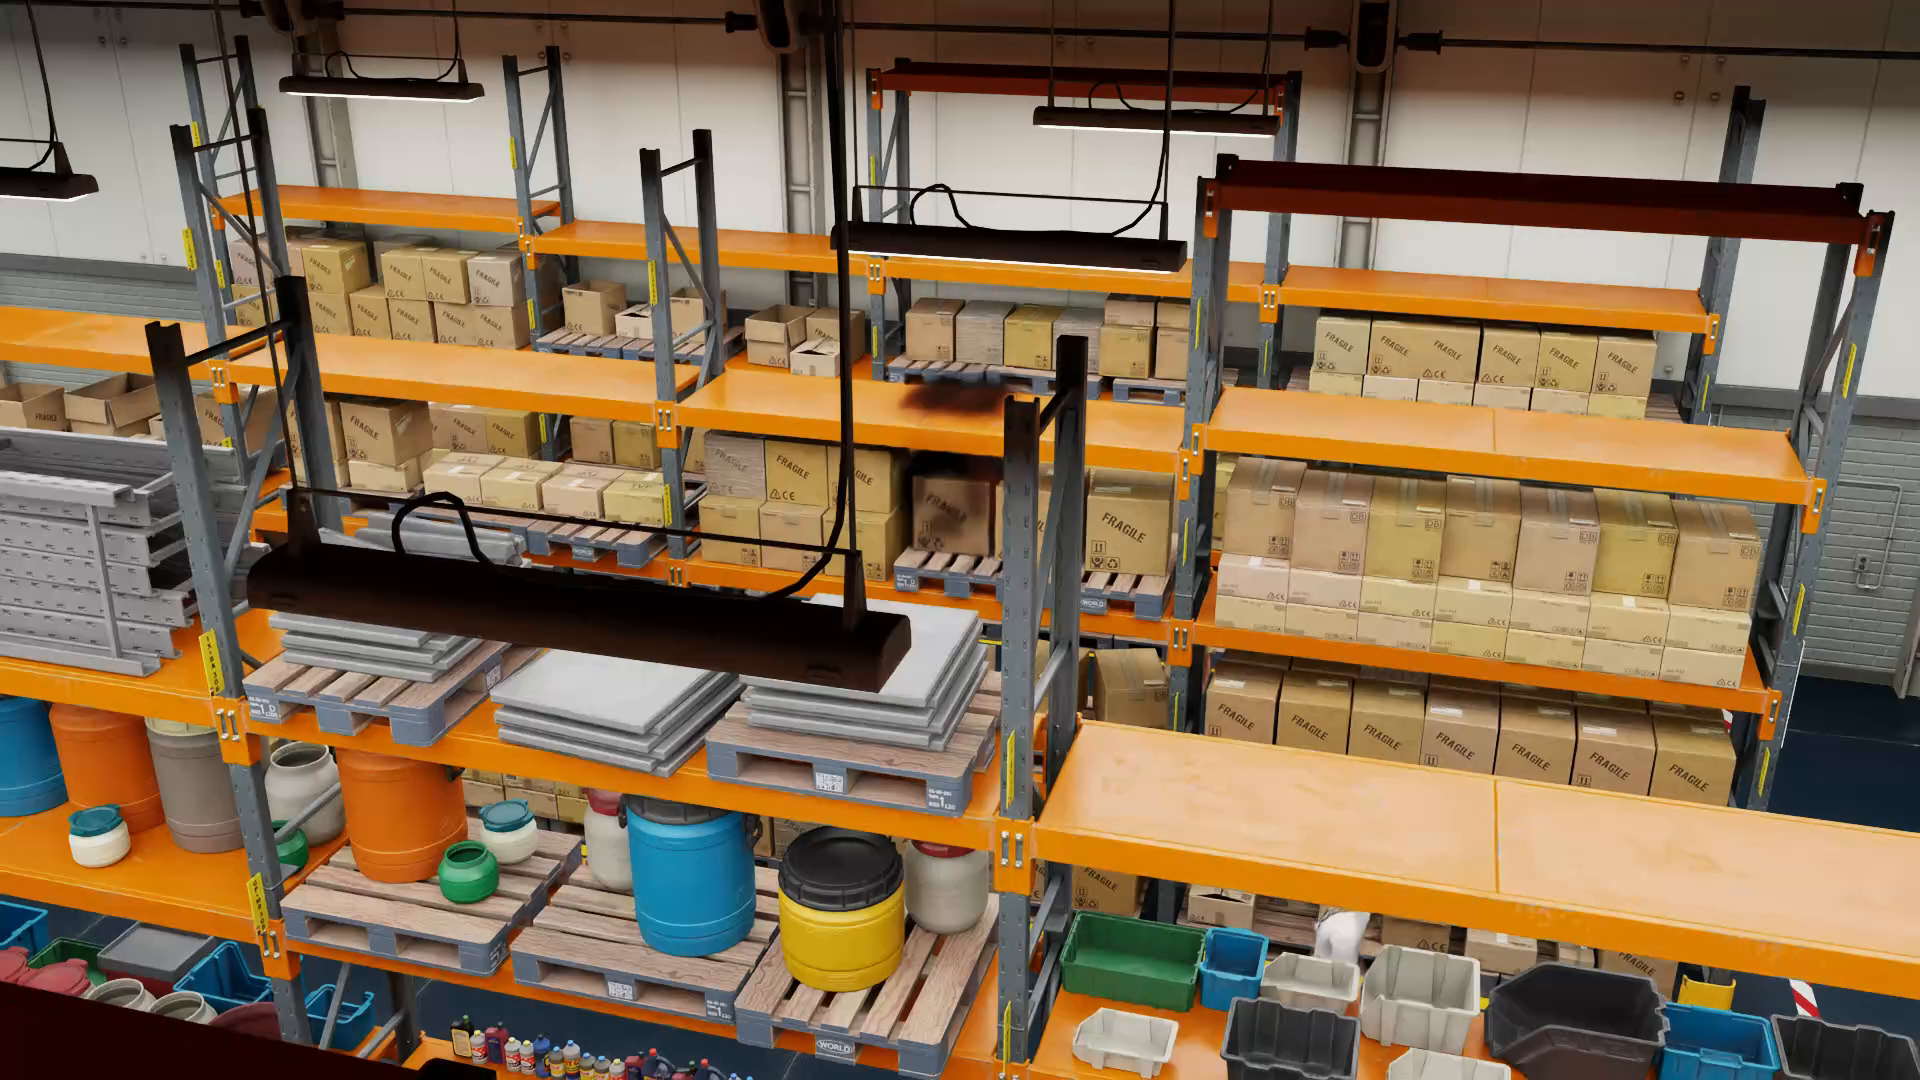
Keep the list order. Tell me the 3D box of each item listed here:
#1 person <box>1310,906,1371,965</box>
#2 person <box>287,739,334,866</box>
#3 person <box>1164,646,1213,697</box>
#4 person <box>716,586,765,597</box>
[{"bbox_3d":[2.583,2.996,11.288,0.991,1.718,0.633,5,23,13],"label":"person"},{"bbox_3d":[-5.161,2.028,13.631,0.565,1.726,0.425,-3,23,-7],"label":"person"},{"bbox_3d":[2.055,1.300,15.262,0.486,1.668,0.477,10,25,23],"label":"person"},{"bbox_3d":[-2.299,0.446,17.592,0.563,1.726,0.356,15,27,31],"label":"person"}]
